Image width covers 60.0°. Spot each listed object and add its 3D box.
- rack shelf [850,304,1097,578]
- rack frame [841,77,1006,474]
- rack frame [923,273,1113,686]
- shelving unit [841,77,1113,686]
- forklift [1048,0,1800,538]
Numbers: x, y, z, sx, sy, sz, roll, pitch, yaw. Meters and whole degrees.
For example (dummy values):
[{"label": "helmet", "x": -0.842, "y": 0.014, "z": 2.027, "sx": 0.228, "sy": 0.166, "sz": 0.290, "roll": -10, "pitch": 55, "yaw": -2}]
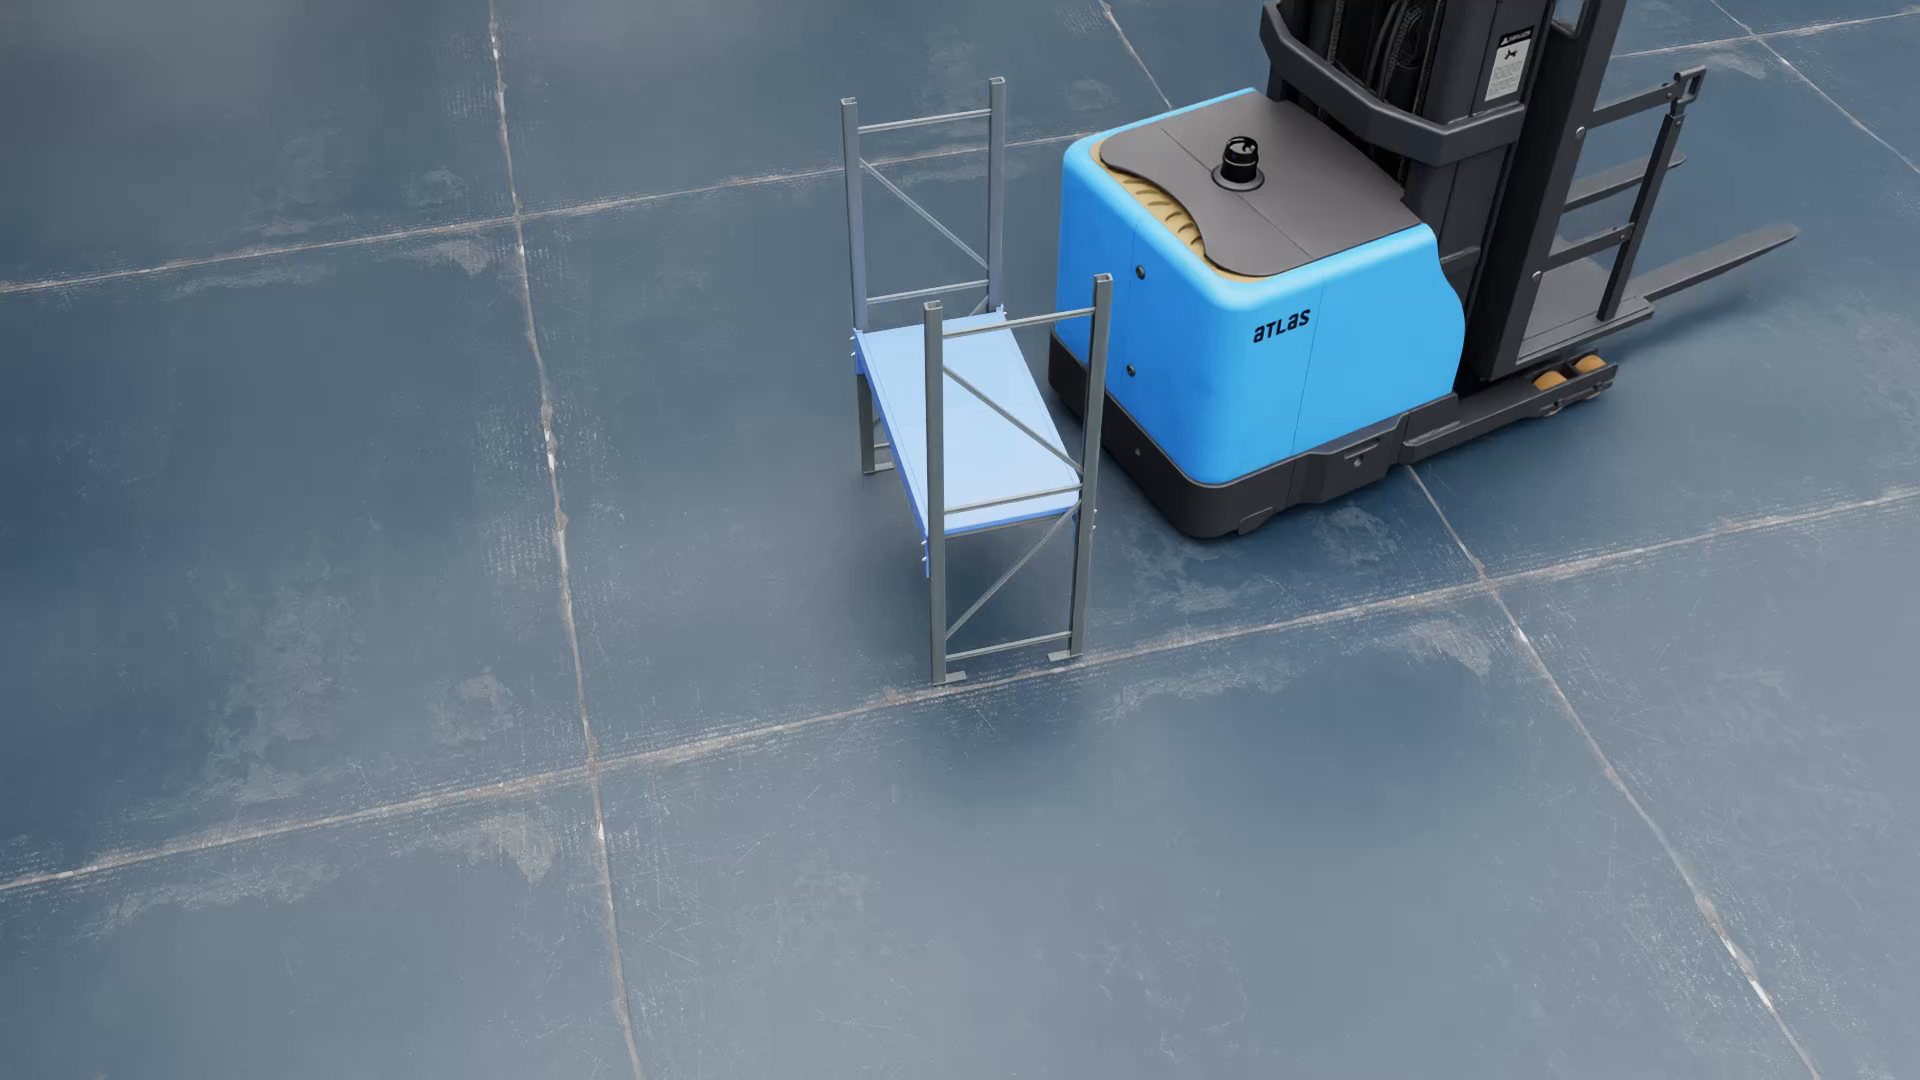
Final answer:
[{"label": "rack shelf", "x": 0.022, "y": -0.340, "z": 5.285, "sx": 0.538, "sy": 0.185, "sz": 1.000, "roll": -11, "pitch": 47, "yaw": -10}, {"label": "rack frame", "x": -0.108, "y": -0.817, "z": 5.501, "sx": 0.500, "sy": 1.500, "sz": 0.032, "roll": -11, "pitch": 47, "yaw": -10}, {"label": "rack frame", "x": 0.152, "y": -0.115, "z": 4.813, "sx": 0.500, "sy": 1.500, "sz": 0.032, "roll": -11, "pitch": 47, "yaw": -10}, {"label": "shelving unit", "x": 0.022, "y": -0.466, "z": 5.157, "sx": 0.538, "sy": 1.500, "sz": 1.048, "roll": -11, "pitch": 47, "yaw": -10}, {"label": "forklift", "x": 1.873, "y": -1.799, "z": 5.461, "sx": 3.031, "sy": 2.935, "sz": 1.130, "roll": -21, "pitch": 49, "yaw": -20}]
